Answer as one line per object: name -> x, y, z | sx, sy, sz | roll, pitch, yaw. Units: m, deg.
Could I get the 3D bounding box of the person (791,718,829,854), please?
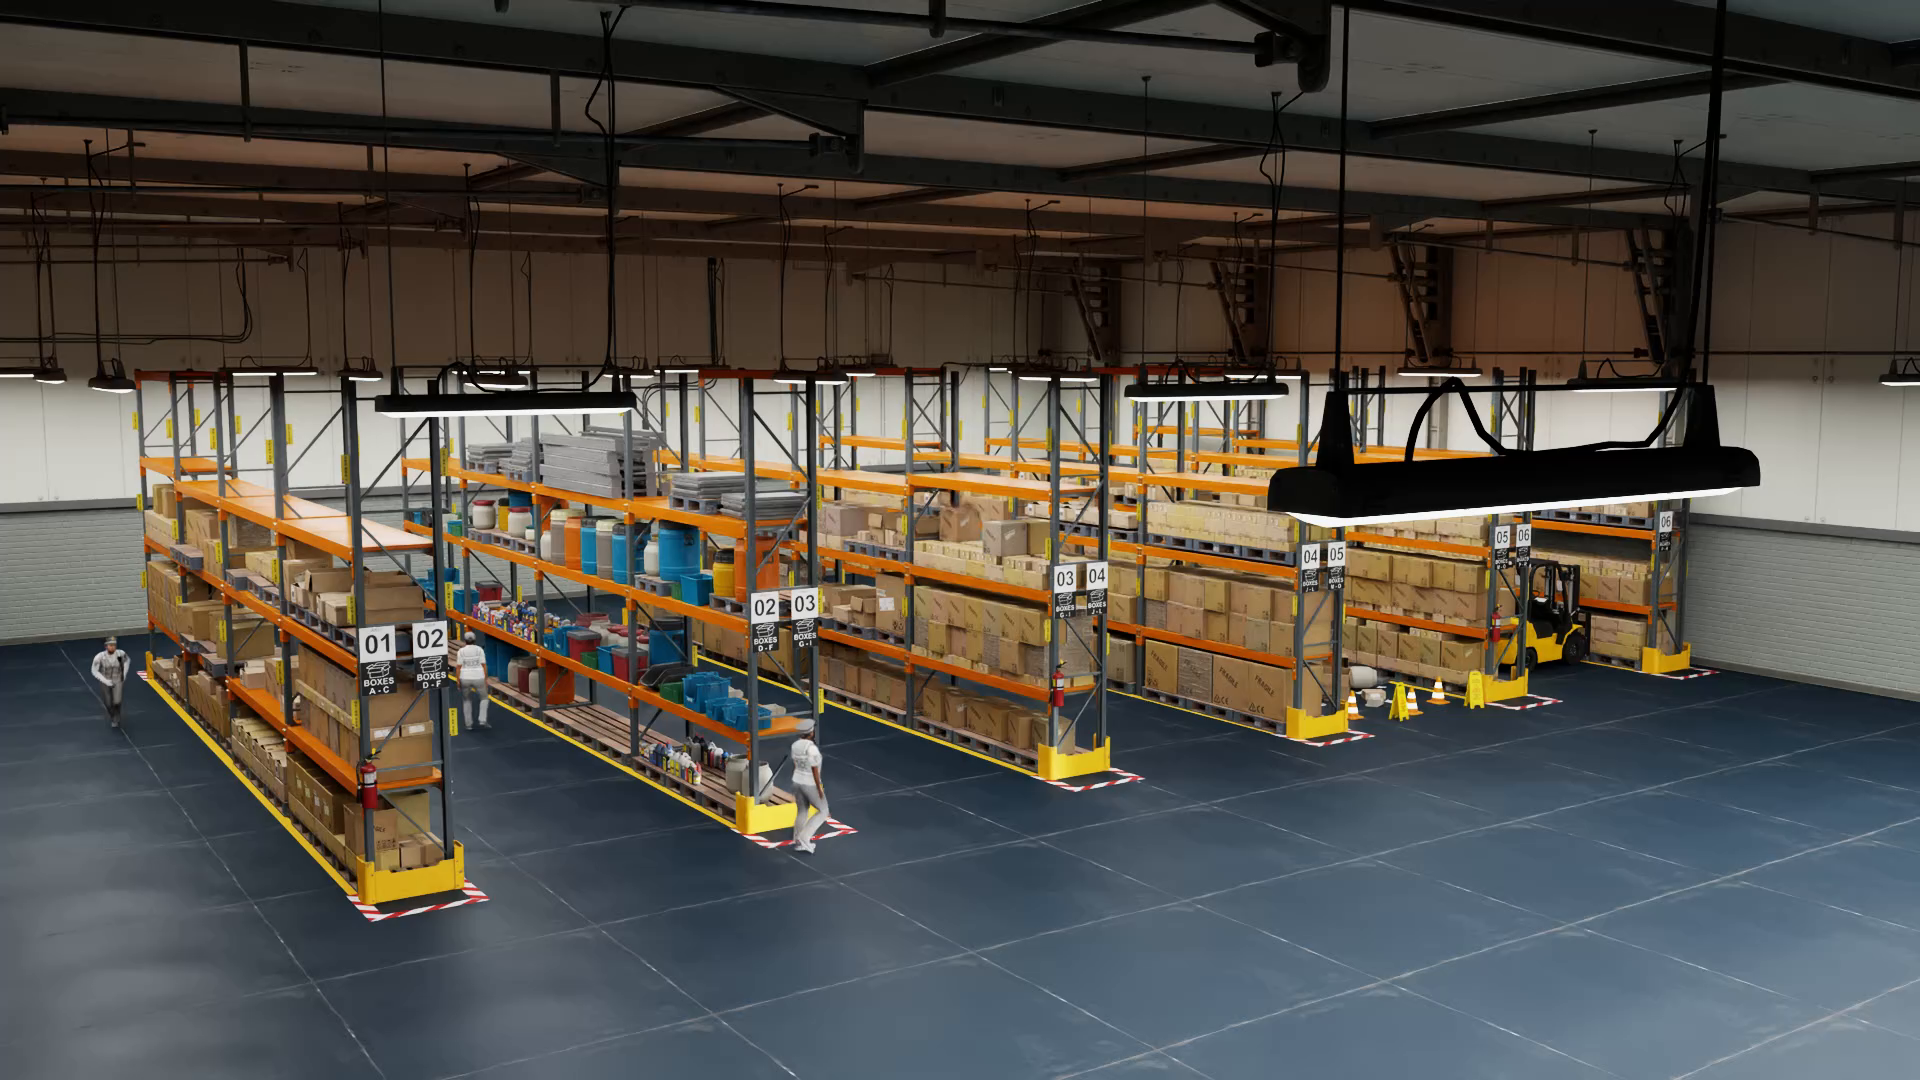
person -> -1.945, 3.106, 21.060 | 0.431, 1.685, 0.475 | -6, 9, -41

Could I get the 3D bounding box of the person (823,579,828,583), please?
person -> -2.861, 1.606, 34.983 | 0.447, 1.527, 0.952 | -3, 7, -28

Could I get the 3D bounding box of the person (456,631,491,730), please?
person -> -8.166, 2.368, 27.897 | 0.543, 1.660, 0.506 | -1, 7, -10

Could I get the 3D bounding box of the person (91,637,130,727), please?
person -> -14.284, 2.385, 28.004 | 0.567, 1.600, 0.701 | -3, 7, -22
